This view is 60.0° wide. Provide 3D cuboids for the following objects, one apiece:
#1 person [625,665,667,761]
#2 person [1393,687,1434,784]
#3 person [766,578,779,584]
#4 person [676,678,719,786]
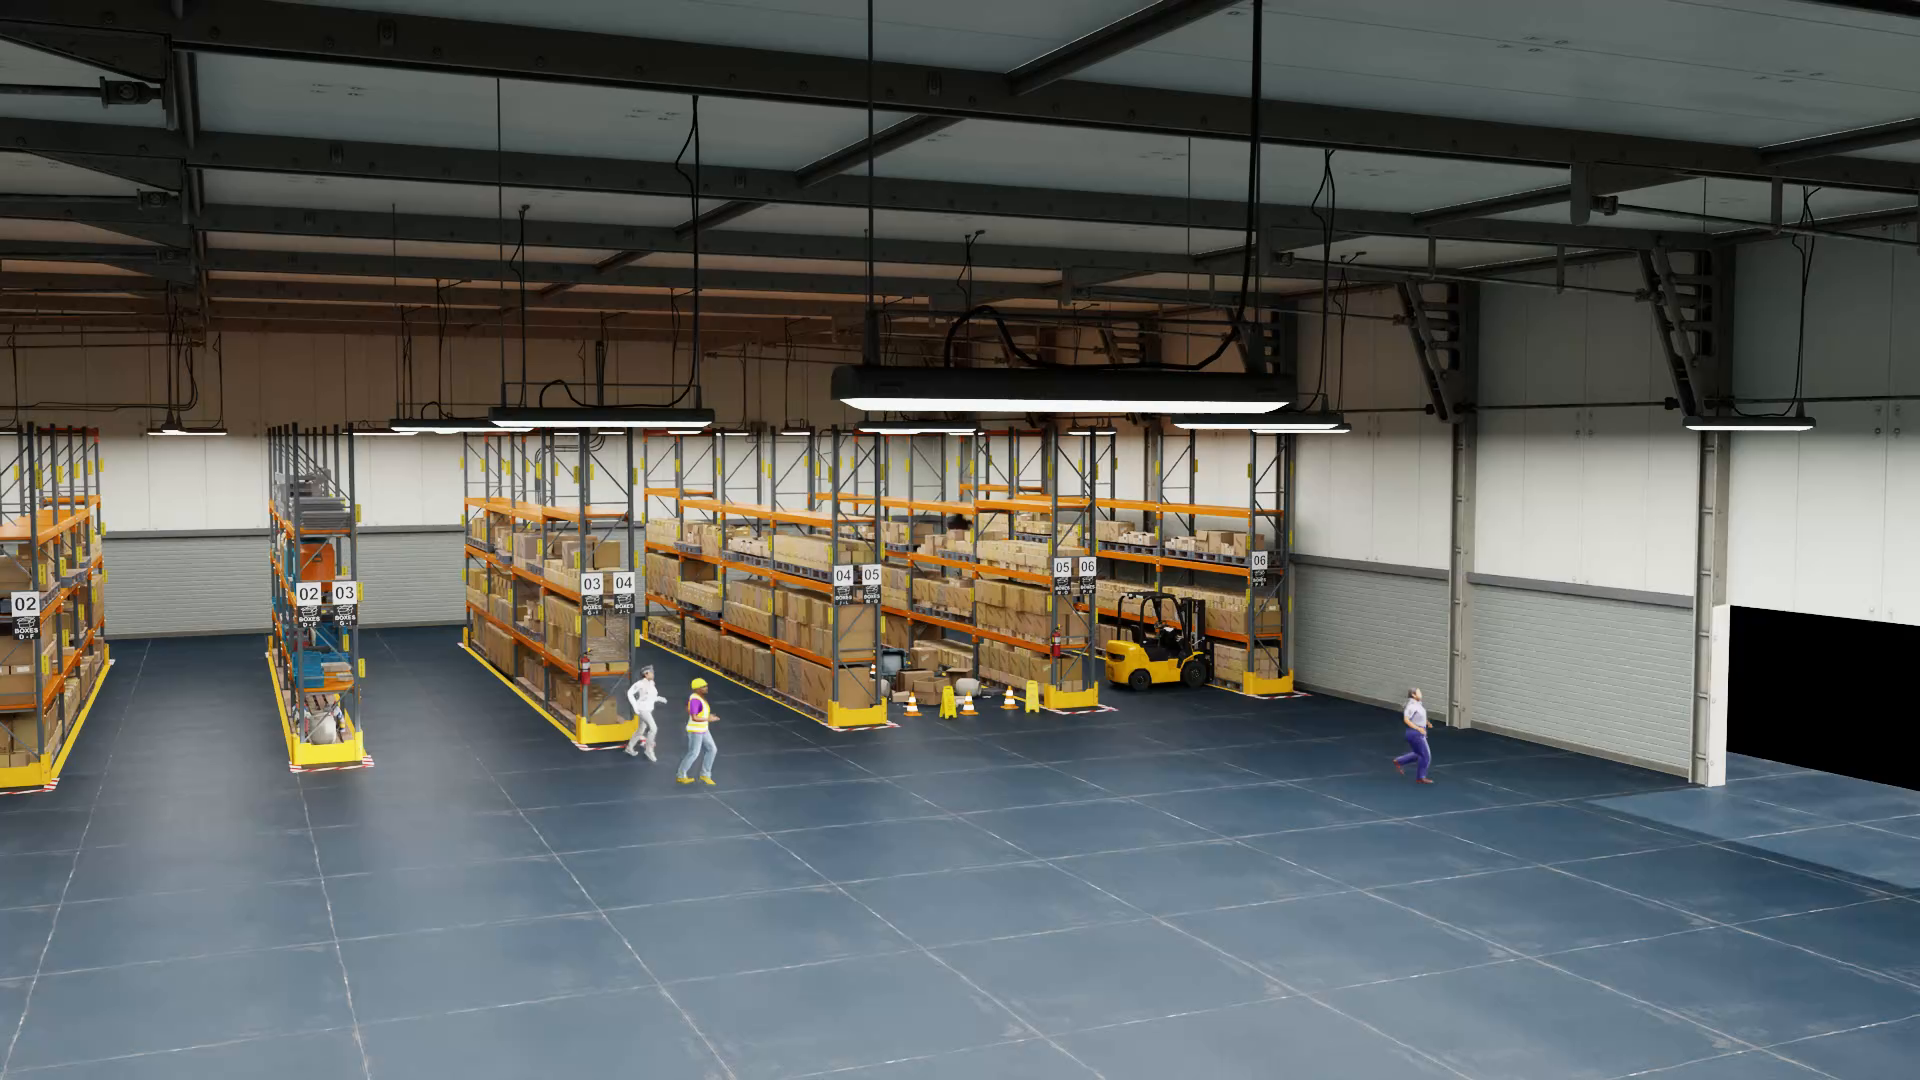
[{"bbox_3d":[-5.634,3.082,29.707,0.817,1.724,0.548,1,4,14],"label":"person"},{"bbox_3d":[7.544,3.233,27.642,0.668,1.599,0.613,1,4,22],"label":"person"},{"bbox_3d":[-5.690,1.772,50.731,0.641,1.765,0.731,-2,4,-25],"label":"person"},{"bbox_3d":[-4.305,3.185,27.339,0.759,1.825,0.680,0,4,7],"label":"person"}]
